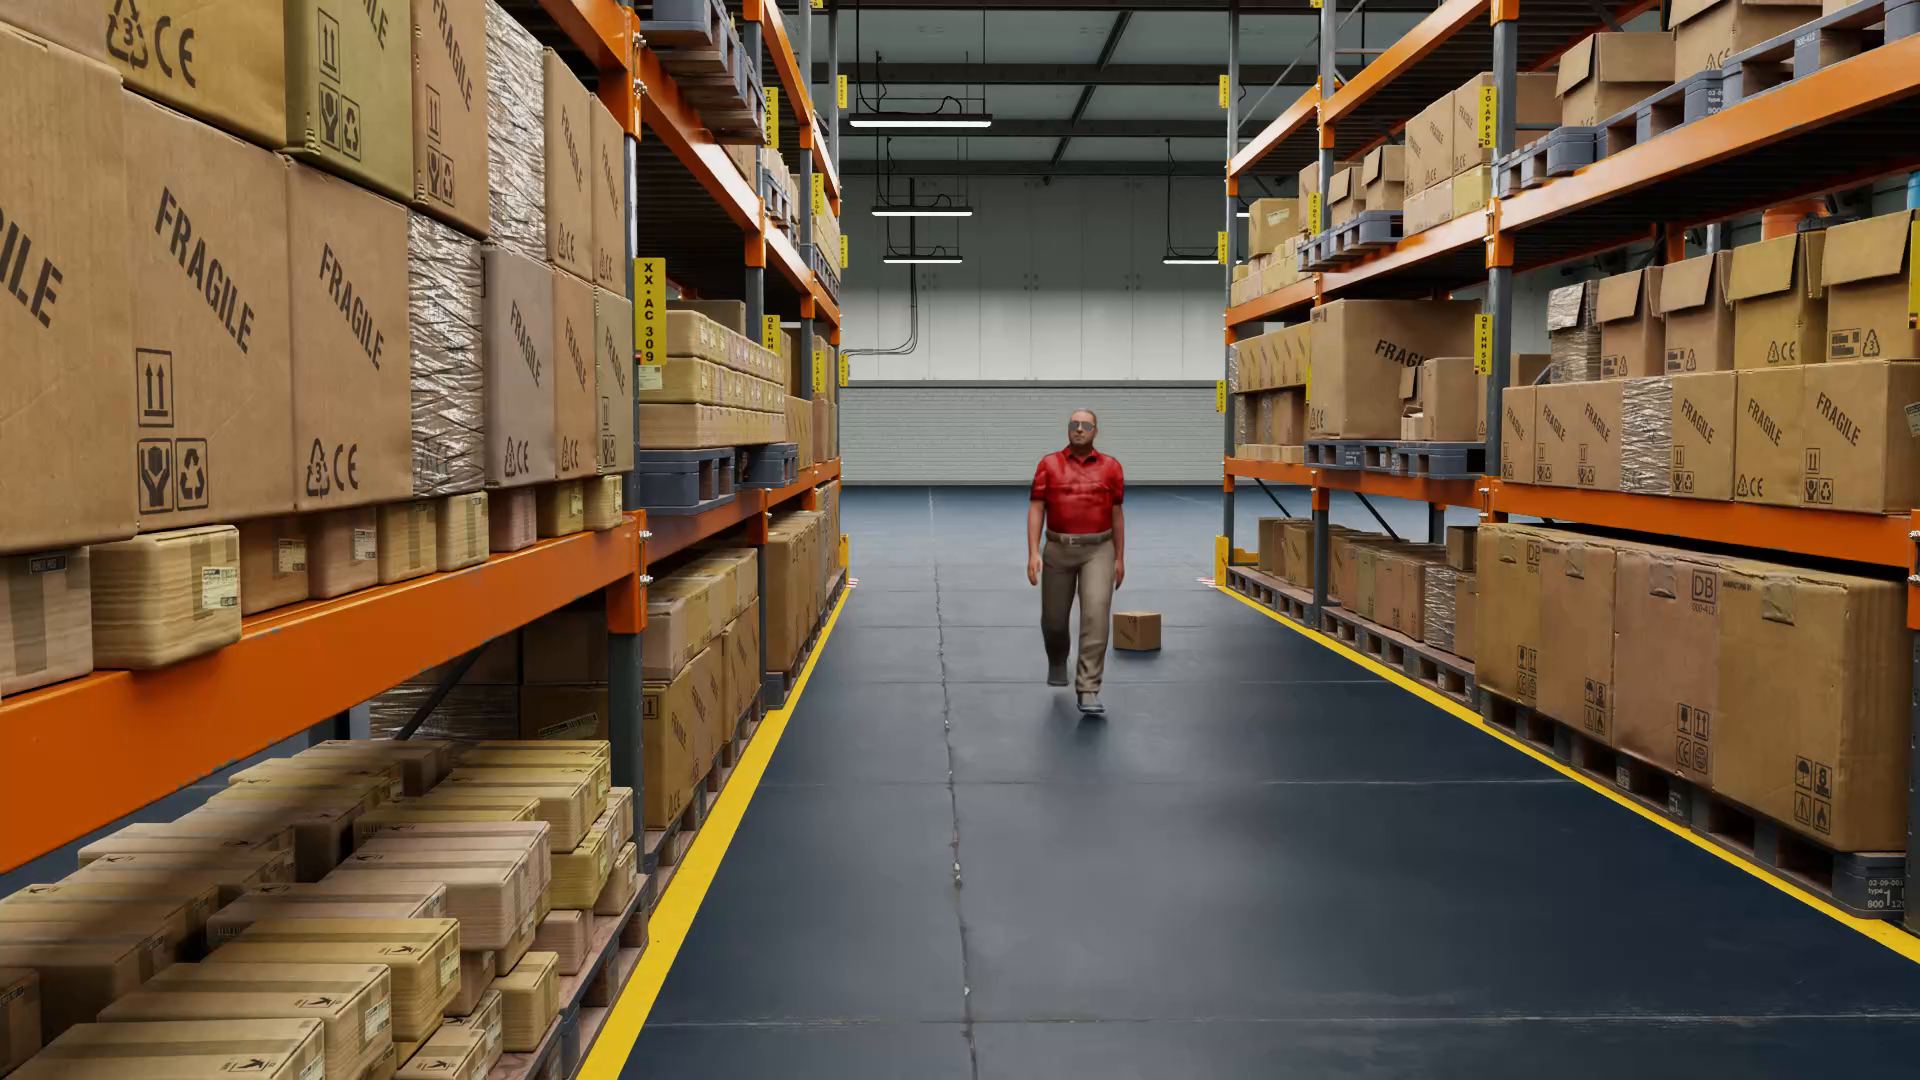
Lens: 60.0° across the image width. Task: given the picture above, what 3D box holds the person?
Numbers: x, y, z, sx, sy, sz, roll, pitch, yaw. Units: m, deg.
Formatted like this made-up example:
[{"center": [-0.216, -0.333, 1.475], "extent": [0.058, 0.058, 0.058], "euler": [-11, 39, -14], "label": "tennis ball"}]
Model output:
[{"center": [0.661, 0.090, 9.468], "extent": [0.553, 1.676, 0.969], "euler": [0, 4, 5], "label": "person"}]
